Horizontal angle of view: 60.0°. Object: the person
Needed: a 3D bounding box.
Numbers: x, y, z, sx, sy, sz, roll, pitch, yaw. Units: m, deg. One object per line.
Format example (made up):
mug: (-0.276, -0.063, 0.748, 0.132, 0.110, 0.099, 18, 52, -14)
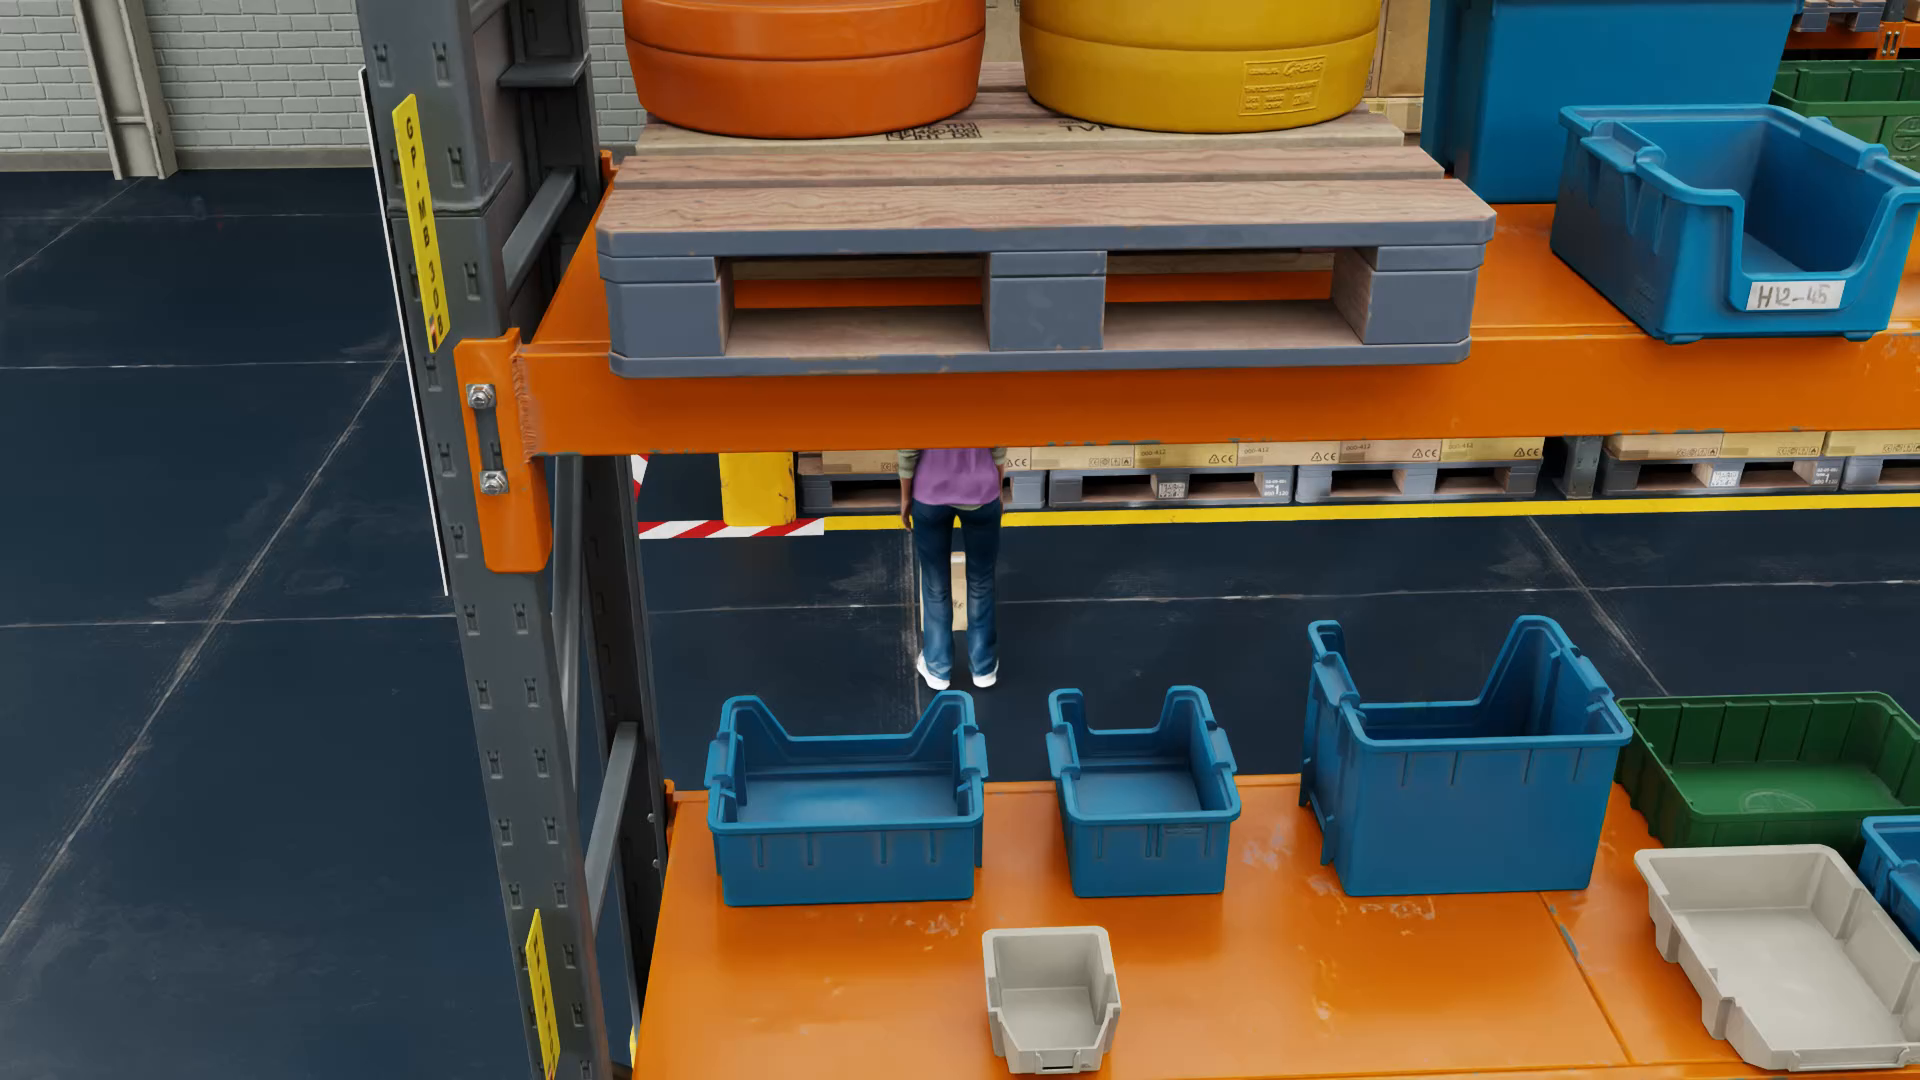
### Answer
person: (-0.030, -0.156, 6.396, 0.419, 1.598, 0.334, -1, 28, -2)
